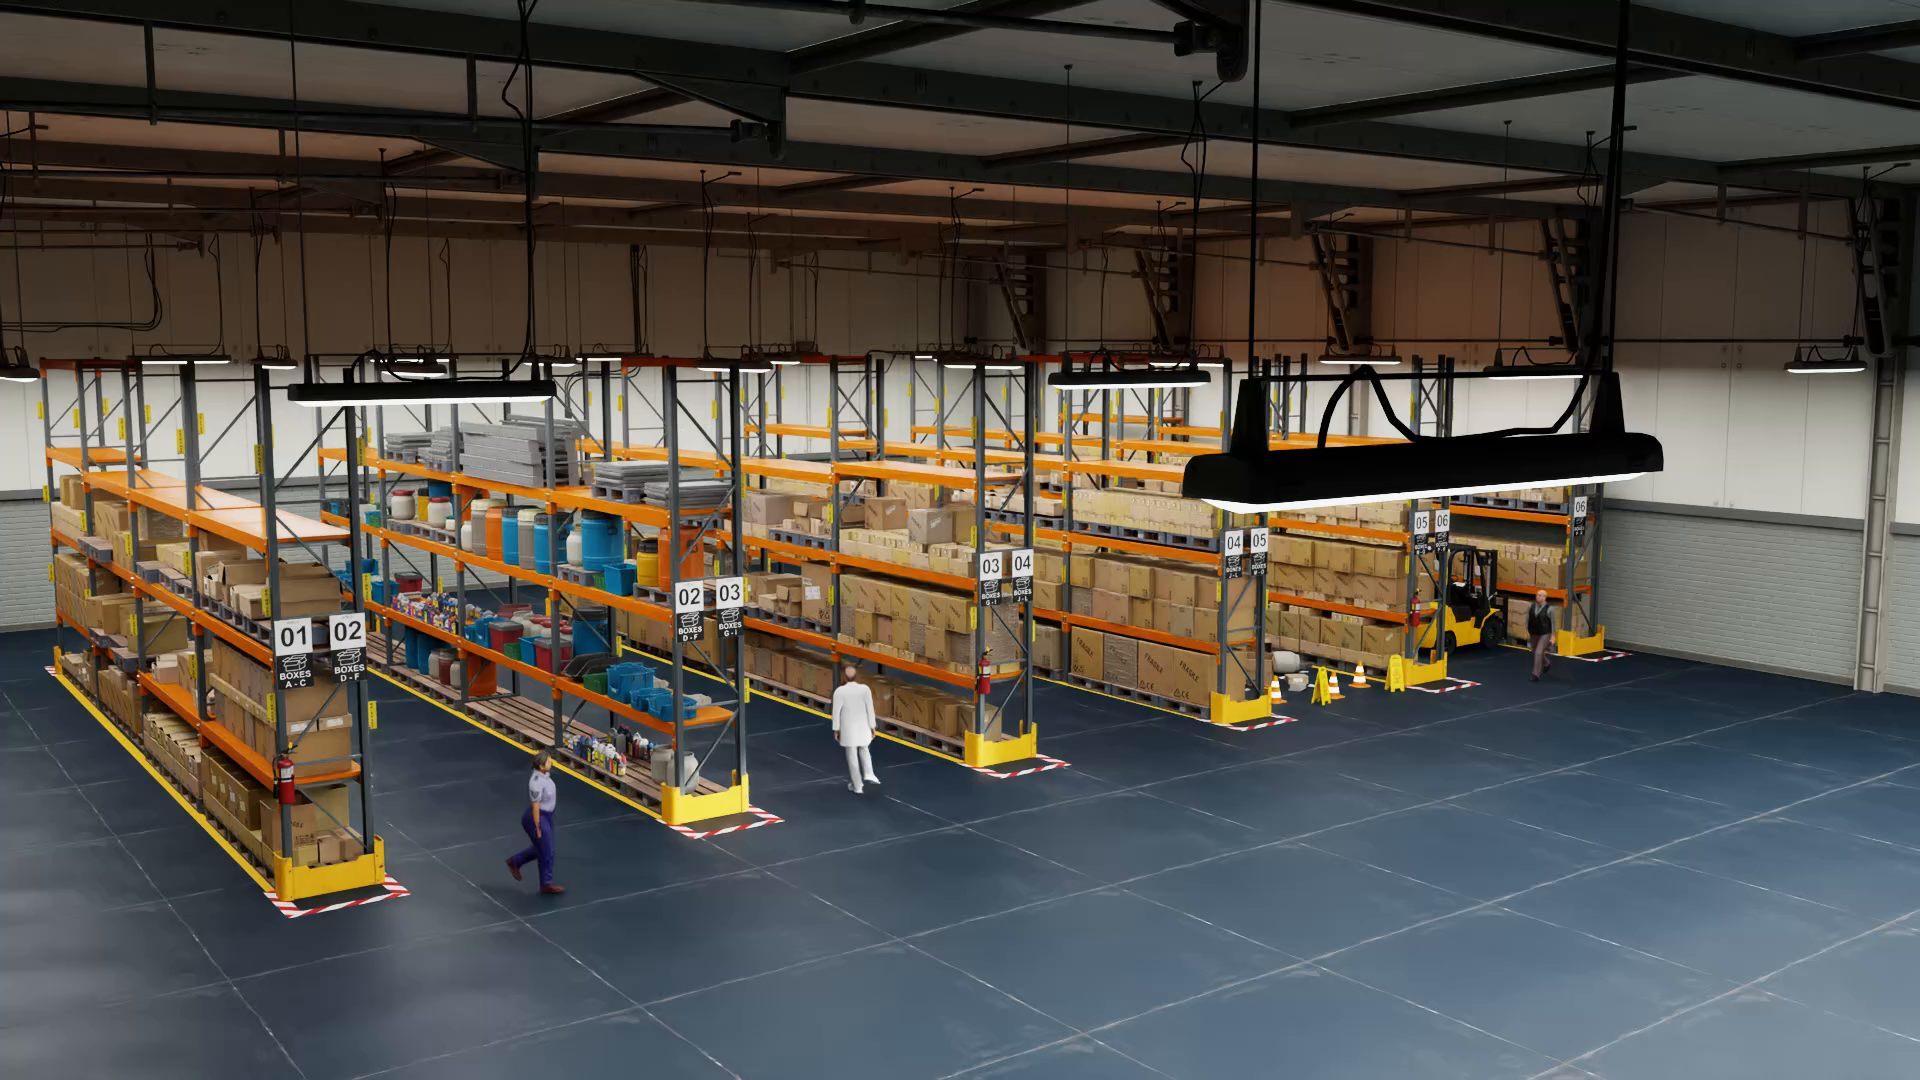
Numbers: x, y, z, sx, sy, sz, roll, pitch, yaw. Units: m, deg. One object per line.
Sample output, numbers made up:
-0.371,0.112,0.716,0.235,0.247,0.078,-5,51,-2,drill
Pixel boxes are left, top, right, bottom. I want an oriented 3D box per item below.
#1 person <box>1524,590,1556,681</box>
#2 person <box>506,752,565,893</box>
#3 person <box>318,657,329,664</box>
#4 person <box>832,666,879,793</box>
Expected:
10.855,1.760,31.102,0.964,1.690,0.555,-6,9,-43,person
-4.892,3.224,19.136,0.721,1.612,0.481,1,7,5,person
-11.222,2.084,28.846,0.444,1.539,0.969,-5,8,-36,person
-1.463,2.653,23.315,0.626,1.770,0.571,-3,7,-23,person
